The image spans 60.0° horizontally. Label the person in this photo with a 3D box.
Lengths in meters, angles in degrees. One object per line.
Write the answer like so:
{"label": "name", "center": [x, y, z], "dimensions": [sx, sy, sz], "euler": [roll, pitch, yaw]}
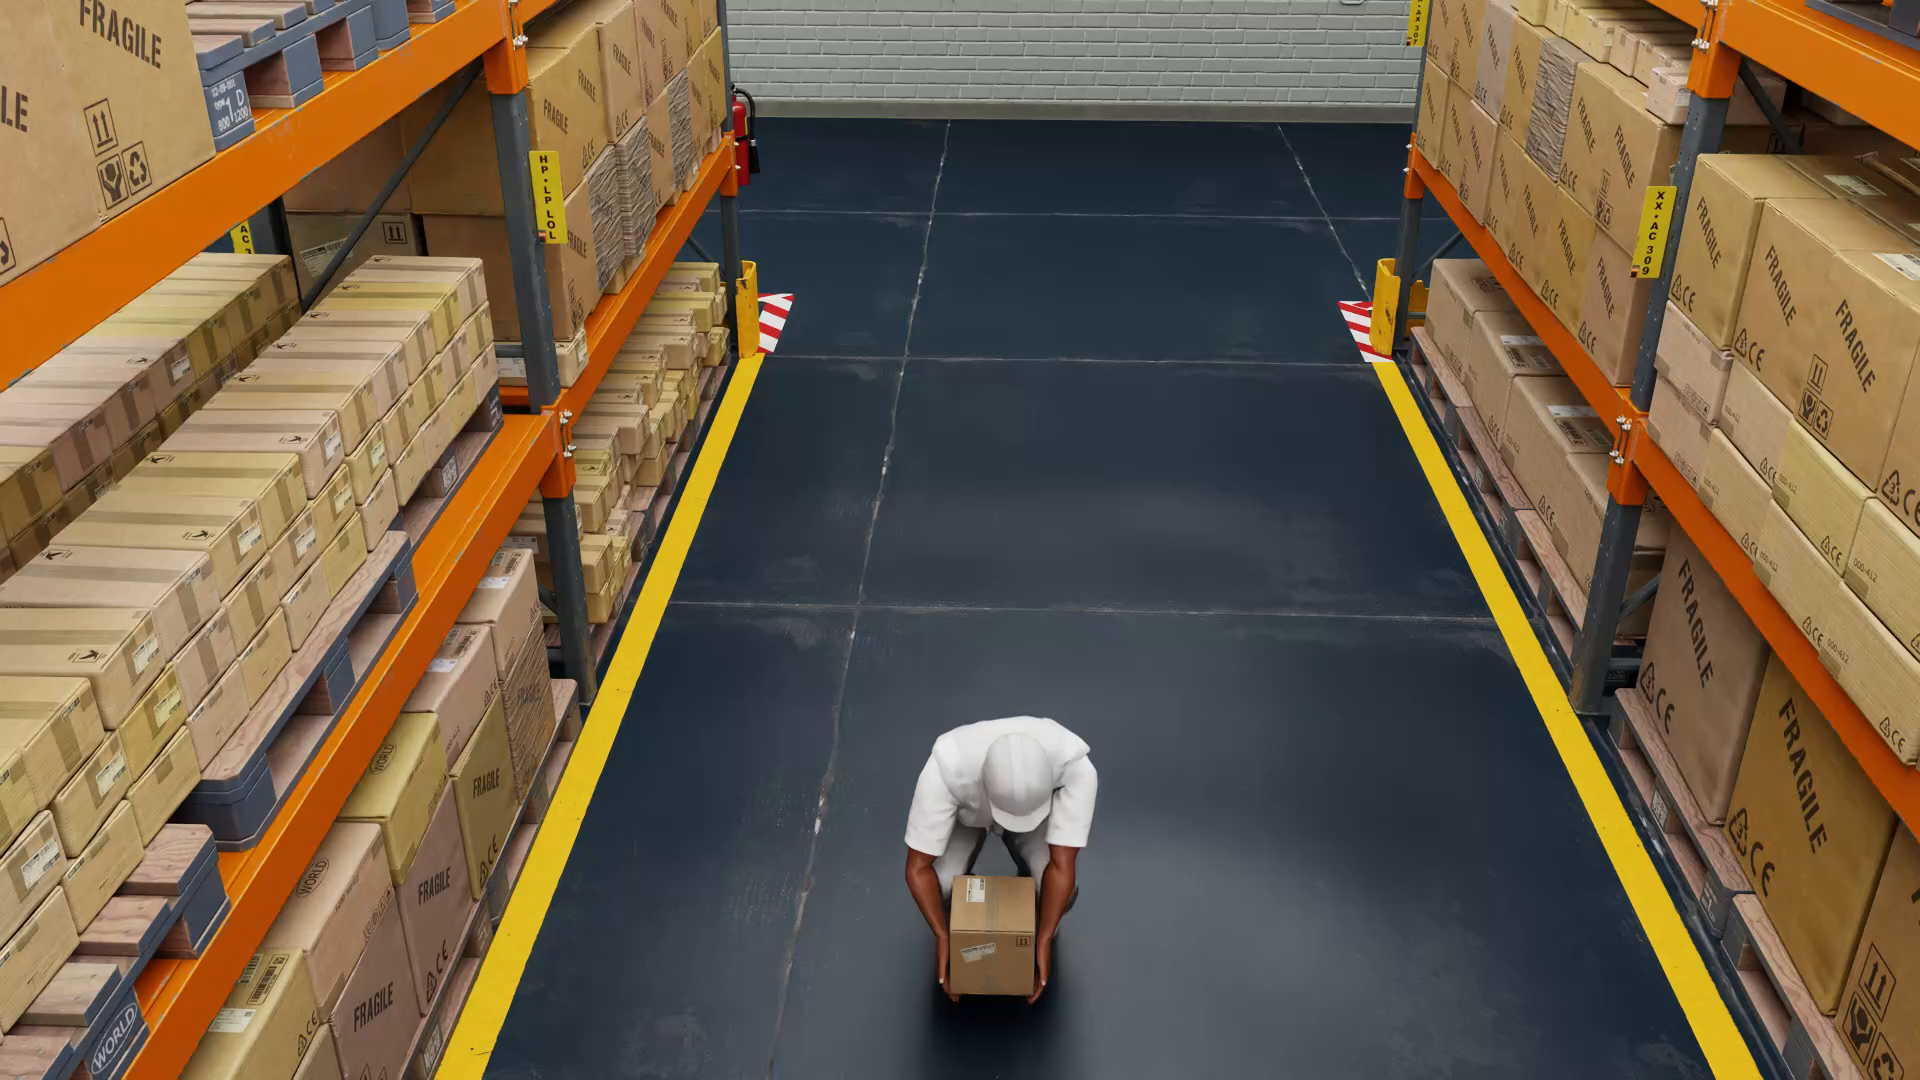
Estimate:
{"label": "person", "center": [0.129, 0.892, 5.237], "dimensions": [0.589, 0.999, 0.871], "euler": [1, 28, 2]}
